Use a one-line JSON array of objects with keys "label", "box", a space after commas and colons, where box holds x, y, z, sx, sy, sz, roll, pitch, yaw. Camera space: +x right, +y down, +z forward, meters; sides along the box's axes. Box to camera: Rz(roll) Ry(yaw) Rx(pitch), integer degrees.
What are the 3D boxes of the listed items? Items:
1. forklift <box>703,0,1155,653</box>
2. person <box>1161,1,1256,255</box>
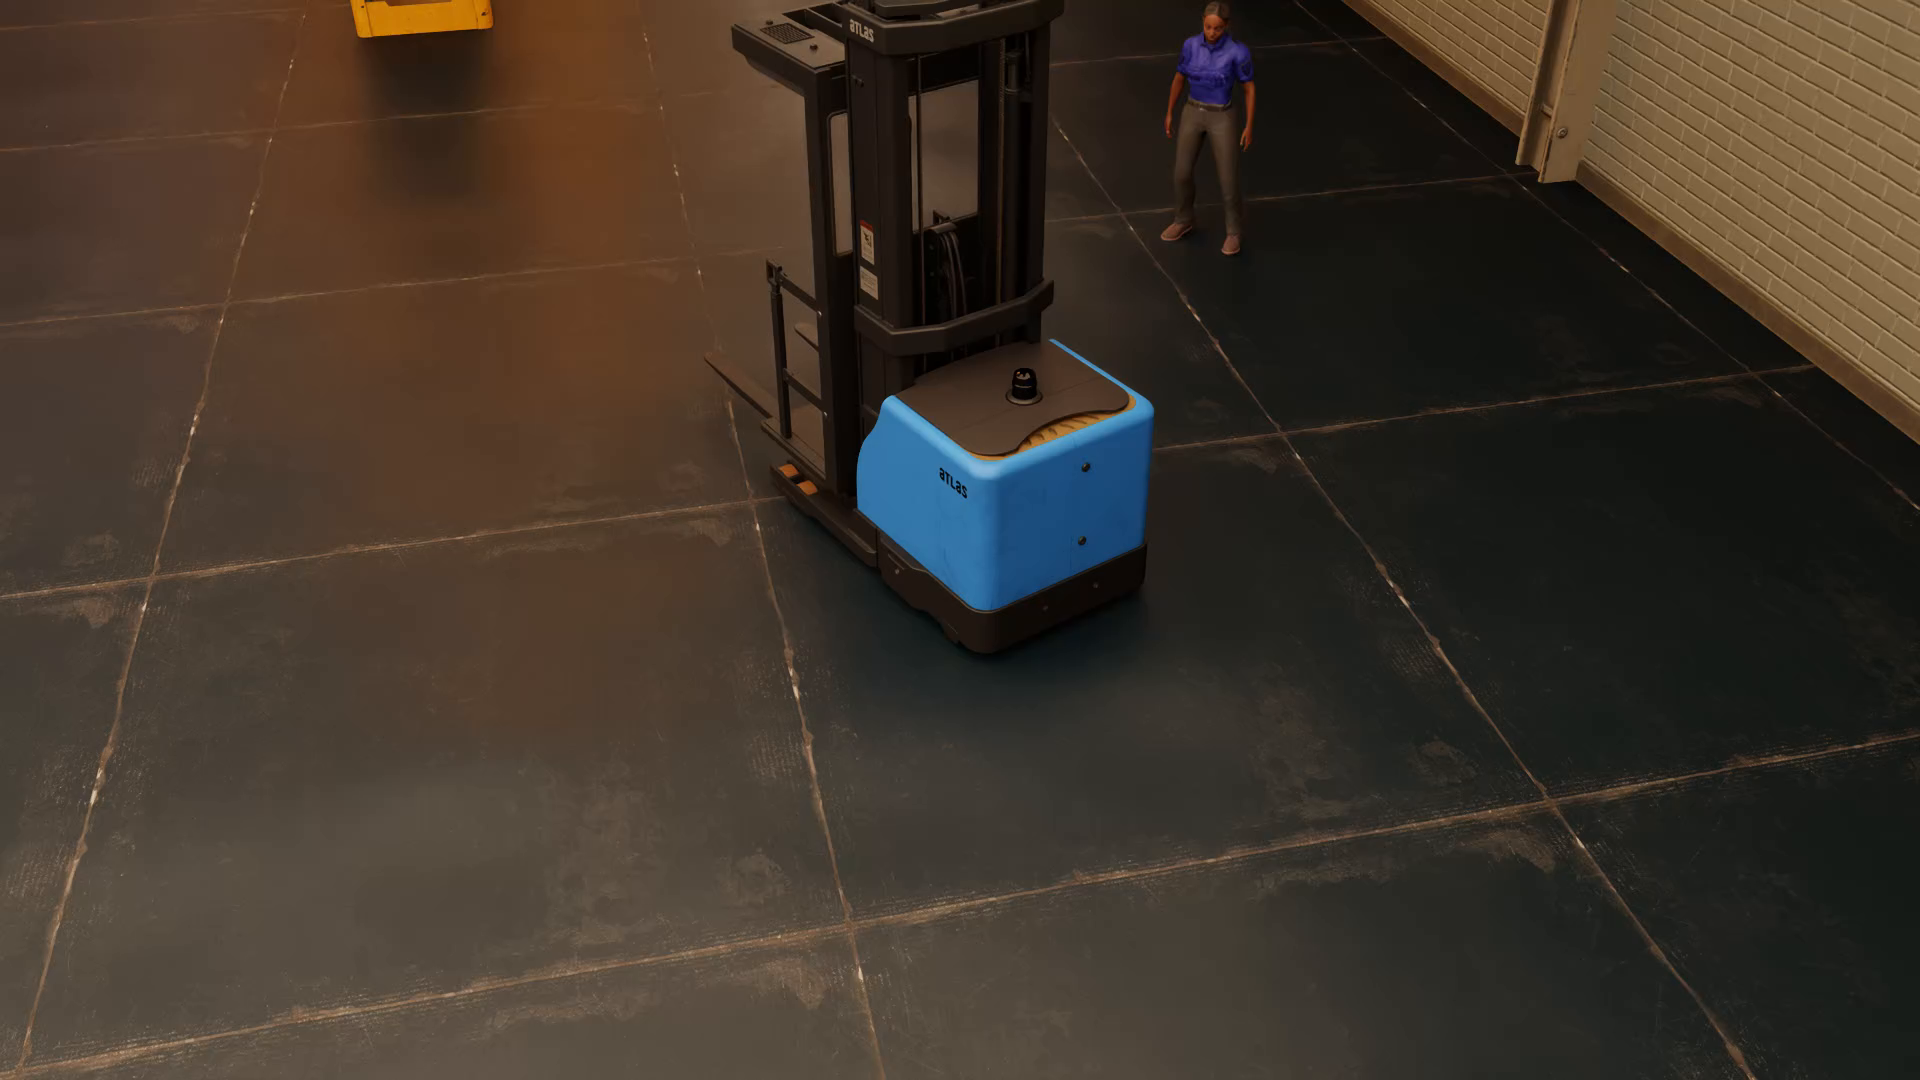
[{"label": "forklift", "box": [-0.350, -1.480, 8.107, 1.130, 2.935, 3.031, -22, 41, -28]}, {"label": "person", "box": [1.649, -2.742, 10.963, 0.626, 1.649, 0.373, 15, 39, 20]}]
